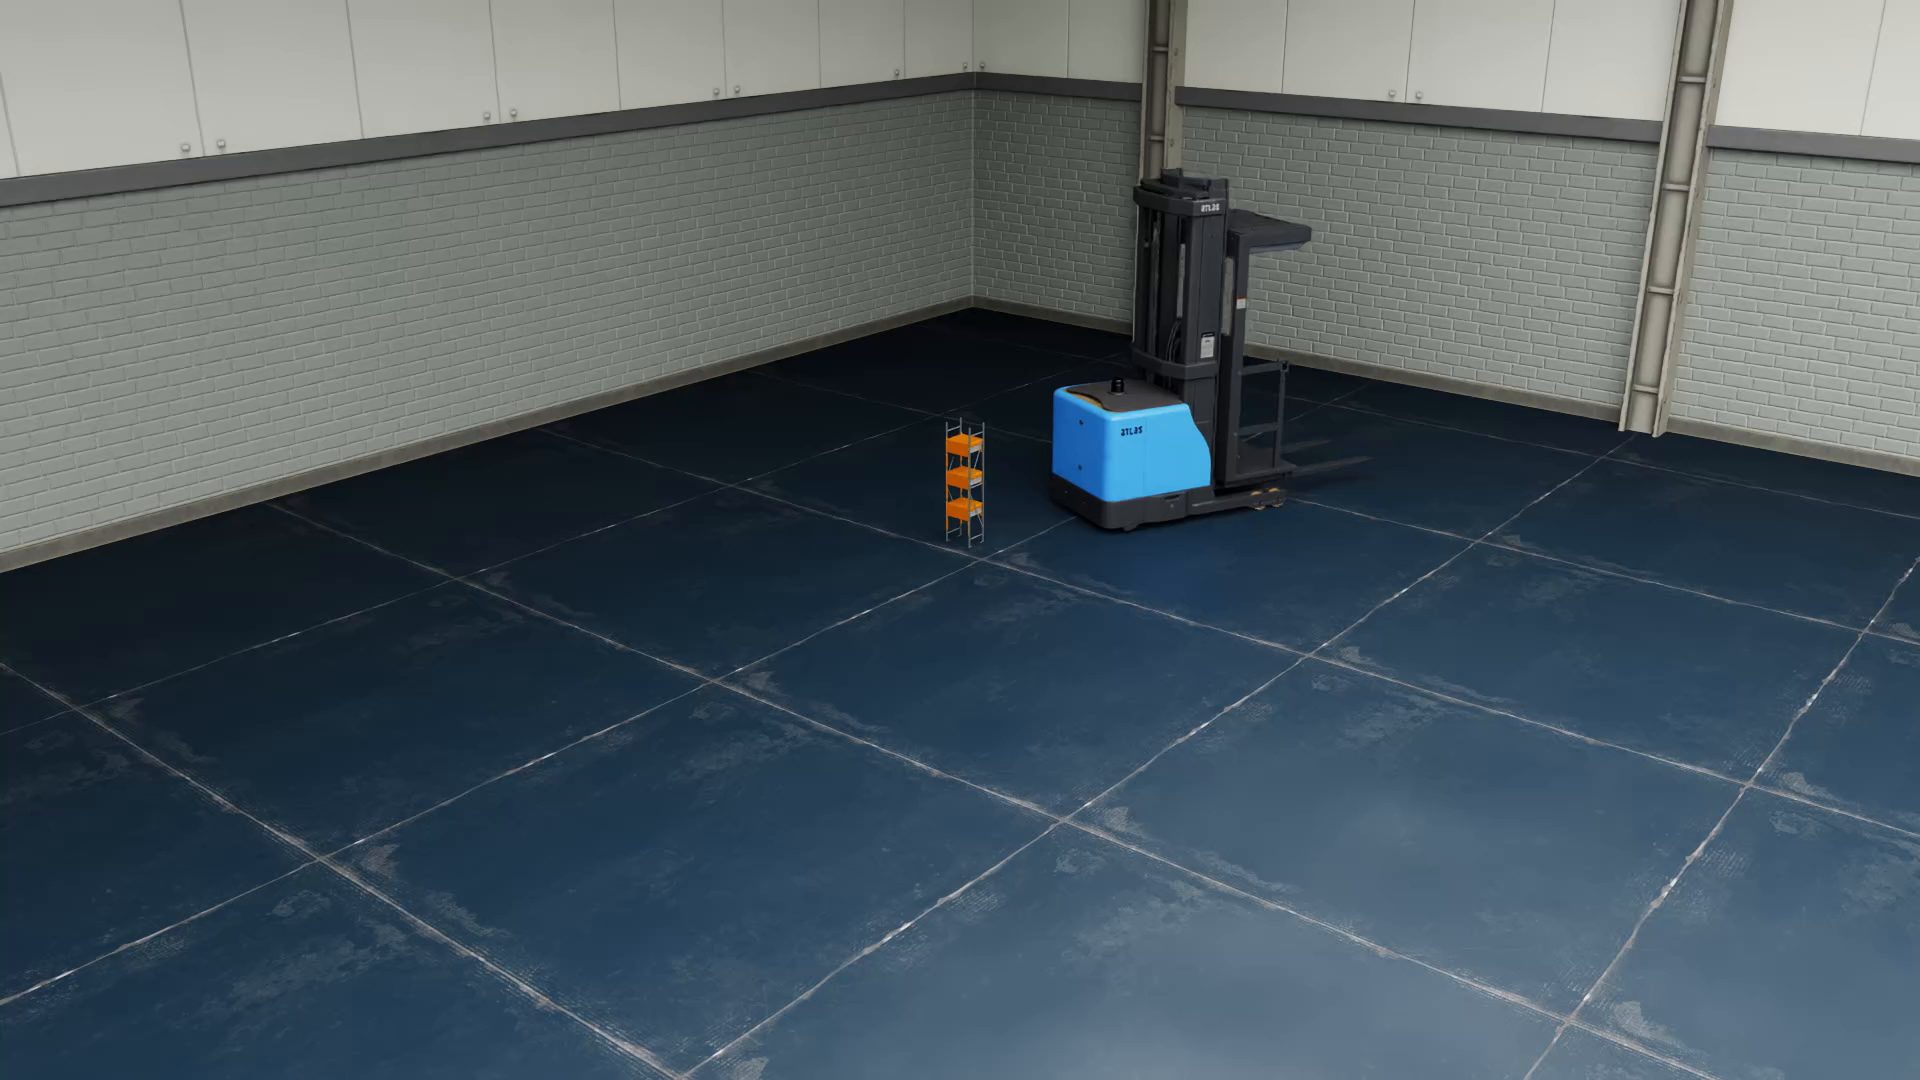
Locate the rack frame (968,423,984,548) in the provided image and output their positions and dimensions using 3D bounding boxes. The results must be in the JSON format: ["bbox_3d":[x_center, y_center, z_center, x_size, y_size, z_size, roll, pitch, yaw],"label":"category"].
[{"bbox_3d":[0.136,-0.452,13.881,0.008,1.050,0.200,16,26,36],"label":"rack frame"}]

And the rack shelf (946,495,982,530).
[{"bbox_3d":[0.041,-0.209,14.055,0.240,0.259,0.215,16,26,36],"label":"rack shelf"}]

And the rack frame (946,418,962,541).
[{"bbox_3d":[-0.053,-0.507,14.026,0.008,1.050,0.200,16,26,36],"label":"rack frame"}]

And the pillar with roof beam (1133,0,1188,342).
[{"bbox_3d":[-0.325,-5.503,16.011,0.400,9.000,9.100,16,26,36],"label":"pillar with roof beam"}]

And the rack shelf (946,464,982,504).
[{"bbox_3d":[0.041,-0.469,13.957,0.240,0.259,0.215,16,26,36],"label":"rack shelf"}]

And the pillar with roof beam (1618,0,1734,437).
[{"bbox_3d":[4.324,-4.165,12.461,0.400,9.000,9.100,16,26,36],"label":"pillar with roof beam"}]

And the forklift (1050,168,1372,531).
[{"bbox_3d":[2.363,-1.793,14.771,3.031,2.935,1.130,-10,23,-25],"label":"forklift"}]

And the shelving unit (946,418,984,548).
[{"bbox_3d":[0.041,-0.479,13.953,0.252,1.050,0.215,16,26,36],"label":"shelving unit"}]

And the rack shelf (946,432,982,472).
[{"bbox_3d":[0.041,-0.735,13.857,0.240,0.259,0.215,16,26,36],"label":"rack shelf"}]
